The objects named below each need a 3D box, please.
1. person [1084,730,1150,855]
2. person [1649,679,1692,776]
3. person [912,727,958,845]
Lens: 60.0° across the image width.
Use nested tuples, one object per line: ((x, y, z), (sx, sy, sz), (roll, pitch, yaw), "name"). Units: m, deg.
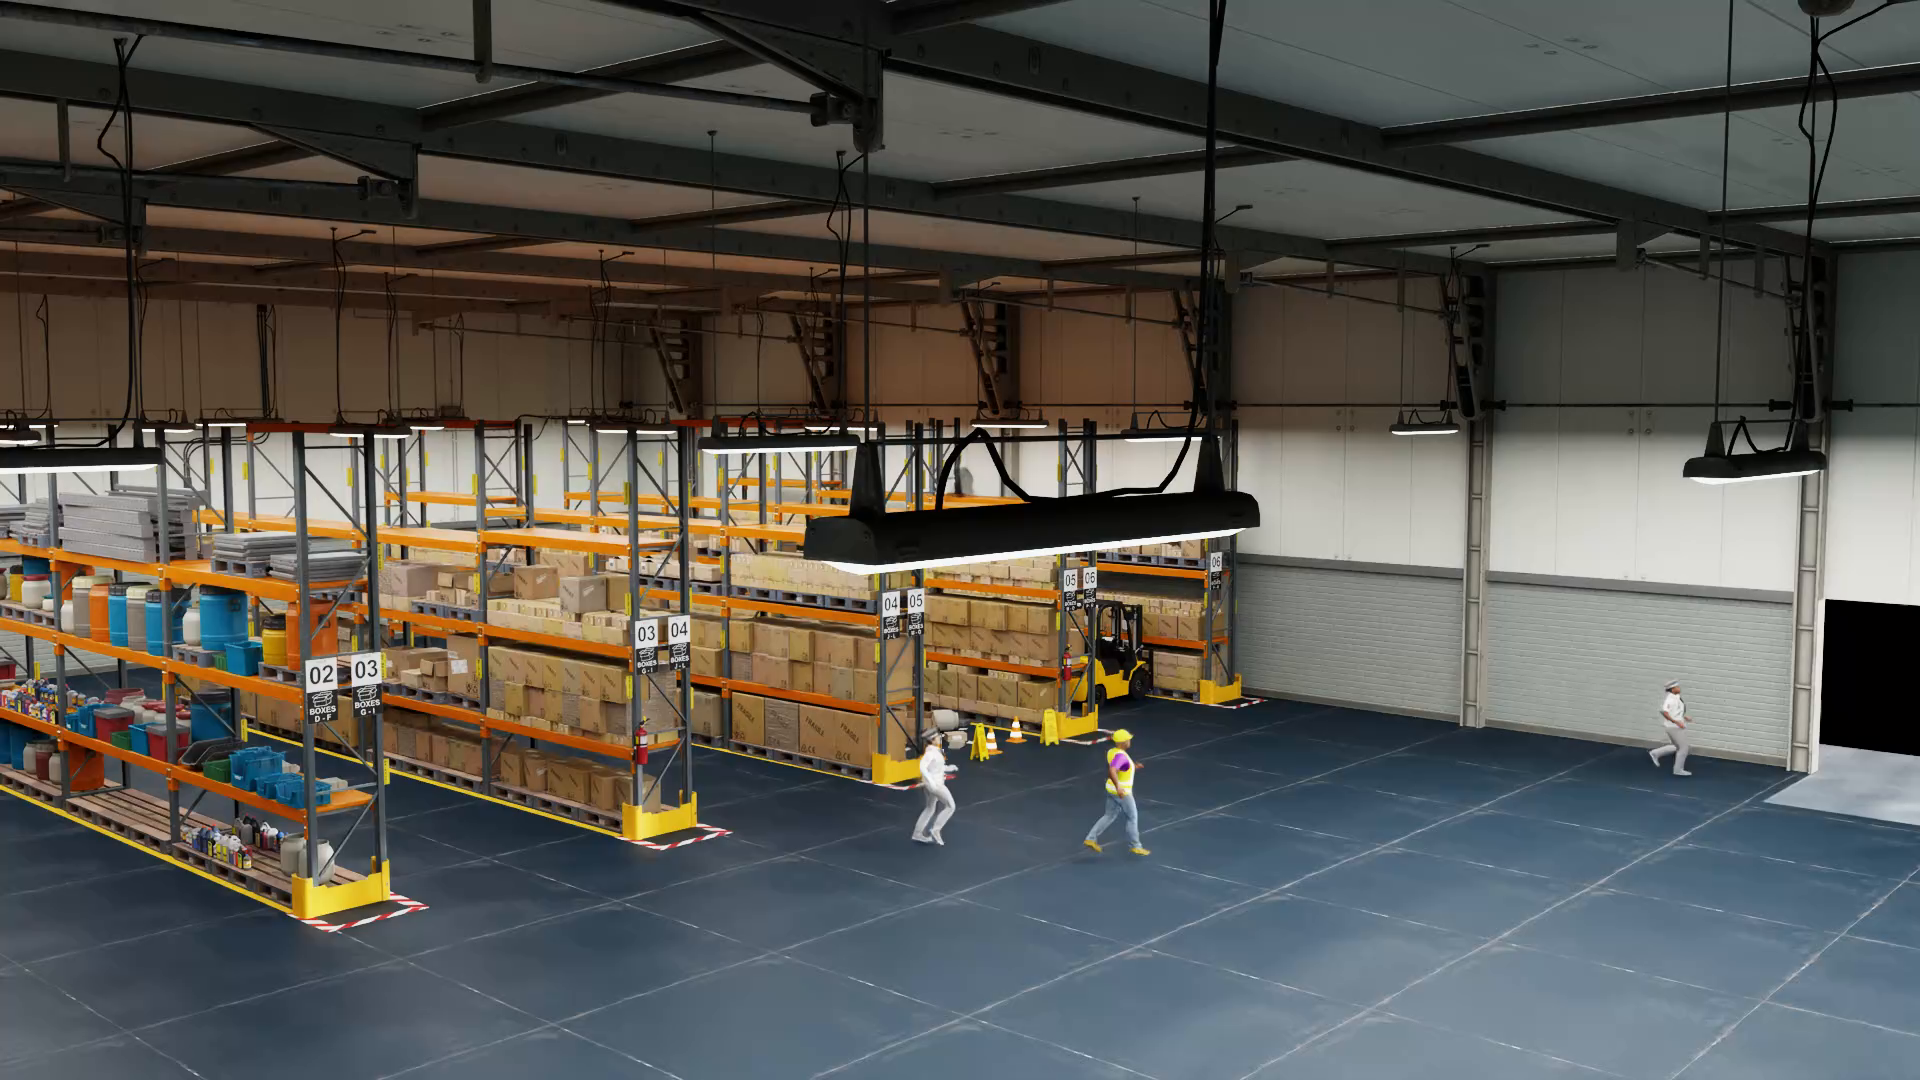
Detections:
((2.200, 3.525, 23.165), (0.963, 1.774, 0.689), (-2, 5, -19), "person")
((12.144, 3.182, 28.401), (0.700, 1.655, 0.541), (2, 5, 27), "person")
((-0.349, 3.533, 23.901), (0.668, 1.697, 0.583), (-1, 5, -12), "person")
